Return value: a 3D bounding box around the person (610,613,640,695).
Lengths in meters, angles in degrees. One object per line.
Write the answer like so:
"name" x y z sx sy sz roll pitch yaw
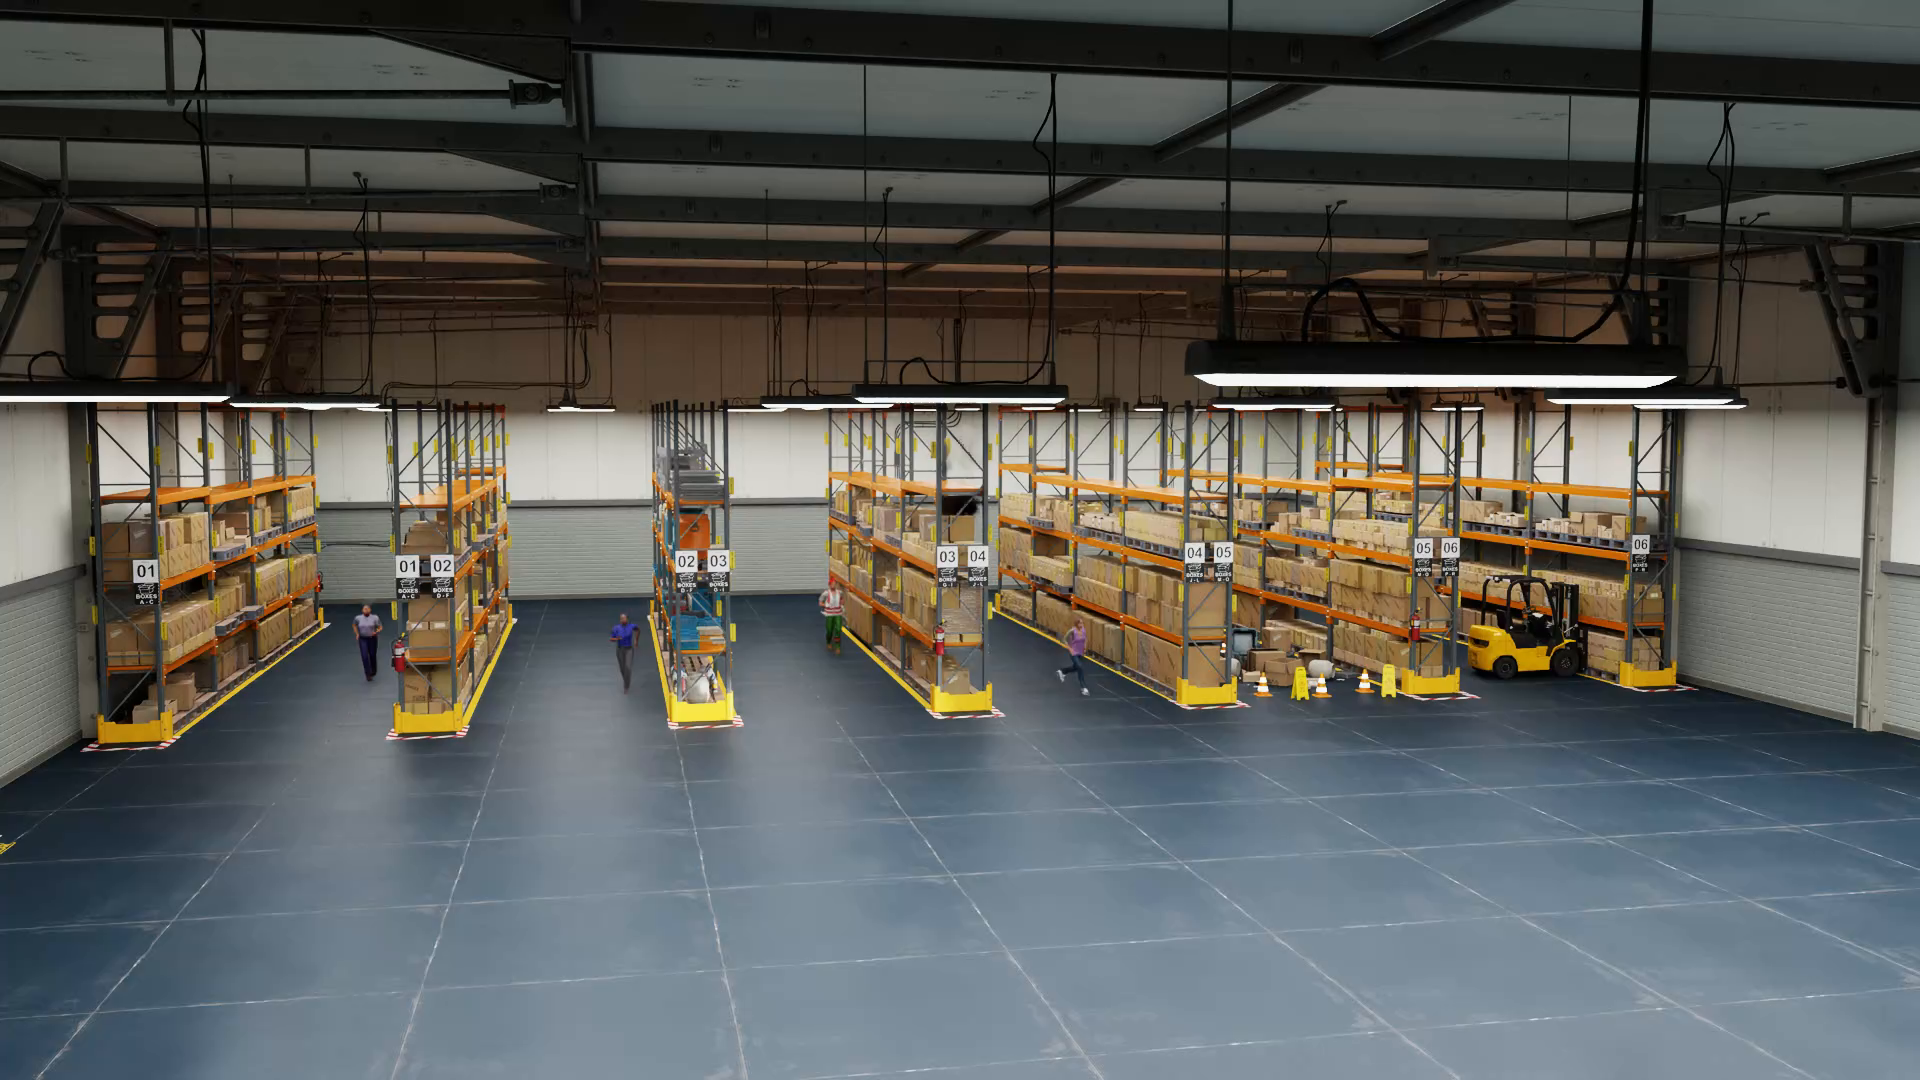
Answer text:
"person" -6.904 2.344 34.300 0.582 1.723 0.885 0 4 -5

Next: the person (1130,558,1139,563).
"person" 4.870 1.366 46.414 0.586 1.738 0.855 -2 5 -28

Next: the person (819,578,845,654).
"person" -3.039 1.802 39.759 0.657 1.776 0.968 -1 4 -17

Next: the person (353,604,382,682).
"person" -12.808 2.199 35.962 0.614 1.643 0.774 -1 5 -17

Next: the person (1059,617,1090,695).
"person" 2.345 2.366 34.358 0.536 1.587 0.942 -3 5 -37
